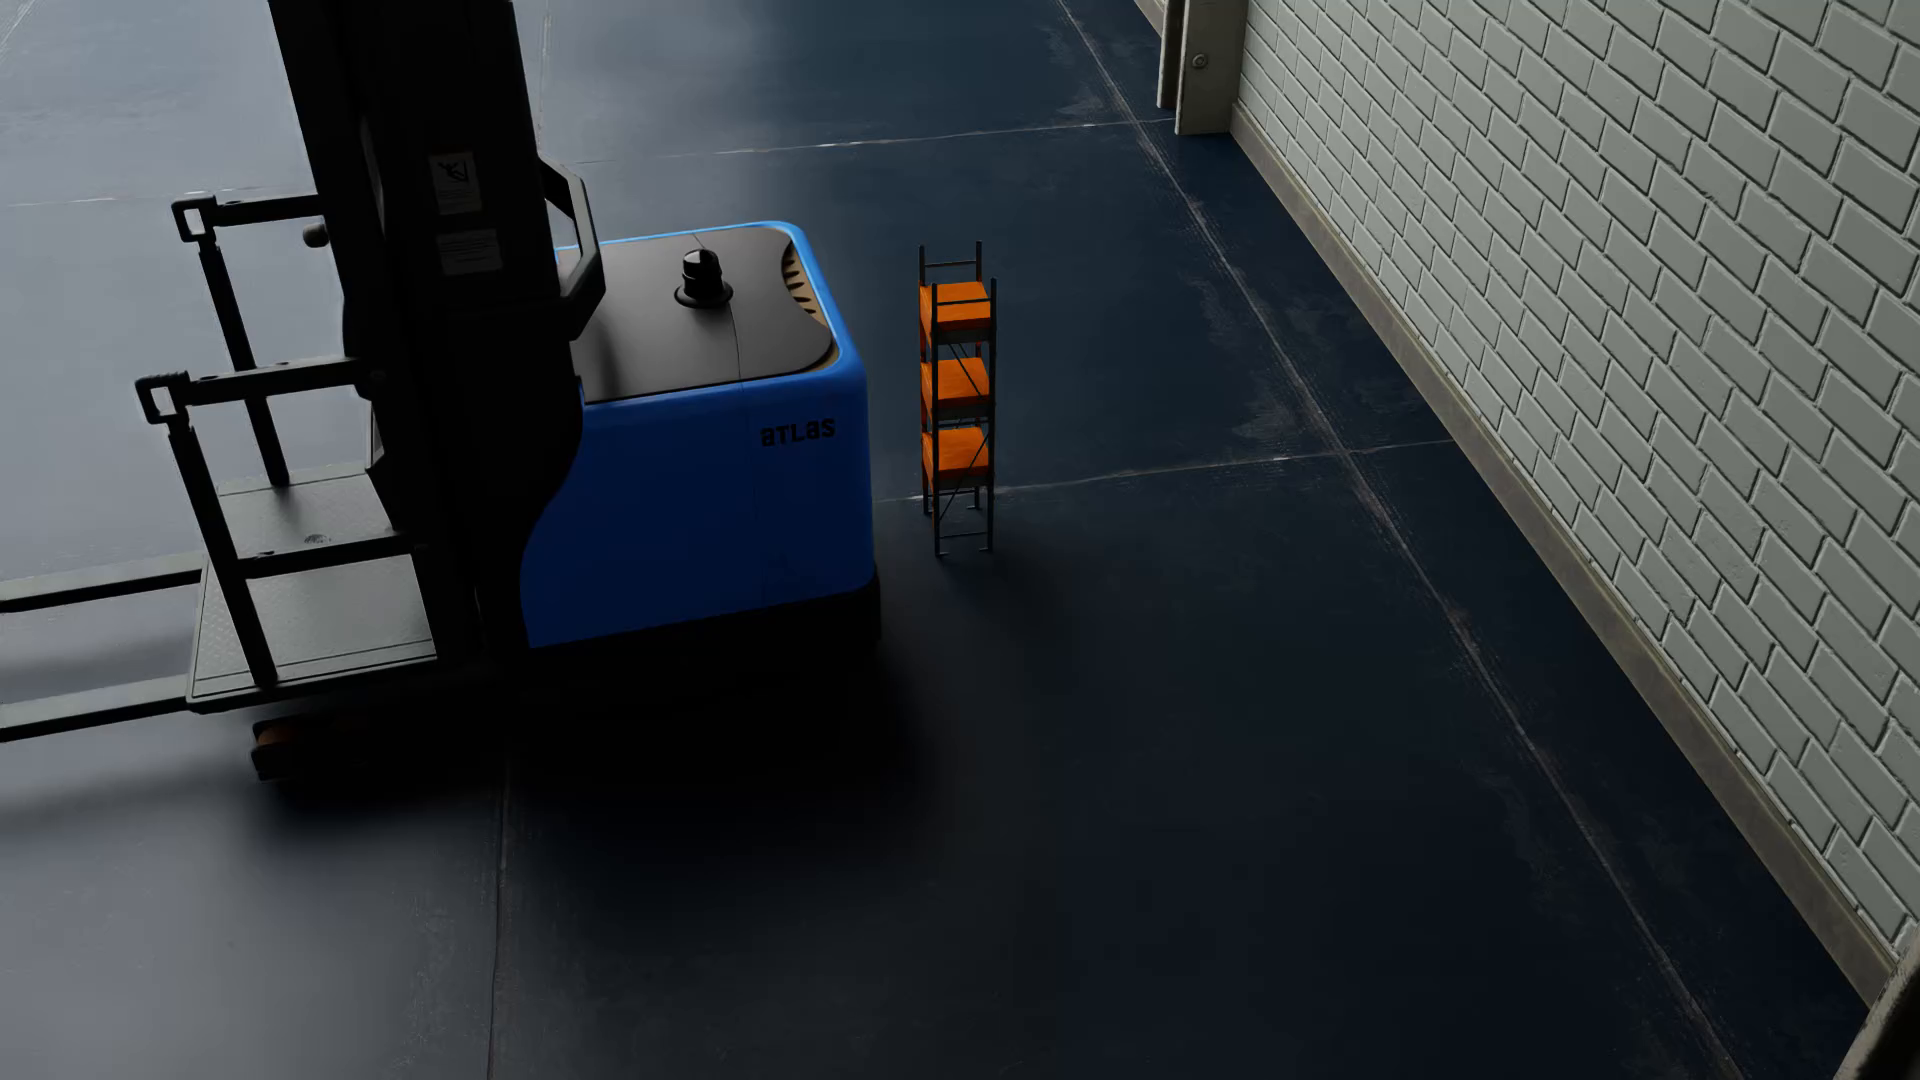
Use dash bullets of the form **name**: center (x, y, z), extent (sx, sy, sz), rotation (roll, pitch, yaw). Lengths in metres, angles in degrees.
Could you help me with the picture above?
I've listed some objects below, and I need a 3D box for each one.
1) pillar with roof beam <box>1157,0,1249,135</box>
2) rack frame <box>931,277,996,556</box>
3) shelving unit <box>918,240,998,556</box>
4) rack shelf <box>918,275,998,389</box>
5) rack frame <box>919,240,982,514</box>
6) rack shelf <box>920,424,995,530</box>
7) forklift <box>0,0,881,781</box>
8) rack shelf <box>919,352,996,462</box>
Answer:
- **pillar with roof beam**: center (-3.026, -5.264, 5.191), extent (9.100, 9.000, 0.400), rotation (-6, 38, -8)
- **rack frame**: center (0.012, -0.373, 5.375), extent (0.200, 1.050, 0.008), rotation (-6, 38, -8)
- **shelving unit**: center (-0.009, -0.447, 5.470), extent (0.215, 1.050, 0.252), rotation (-6, 38, -8)
- **rack shelf**: center (-0.009, -0.663, 5.302), extent (0.215, 0.259, 0.240), rotation (-6, 38, -8)
- **rack frame**: center (-0.031, -0.521, 5.564), extent (0.200, 1.050, 0.008), rotation (-6, 38, -8)
- **rack shelf**: center (-0.009, -0.219, 5.647), extent (0.215, 0.259, 0.240), rotation (-6, 38, -8)
- **forklift**: center (-1.825, -0.820, 4.417), extent (3.031, 2.935, 1.130), rotation (-10, 39, -12)
- **rack shelf**: center (-0.009, -0.439, 5.476), extent (0.215, 0.259, 0.240), rotation (-6, 38, -8)
